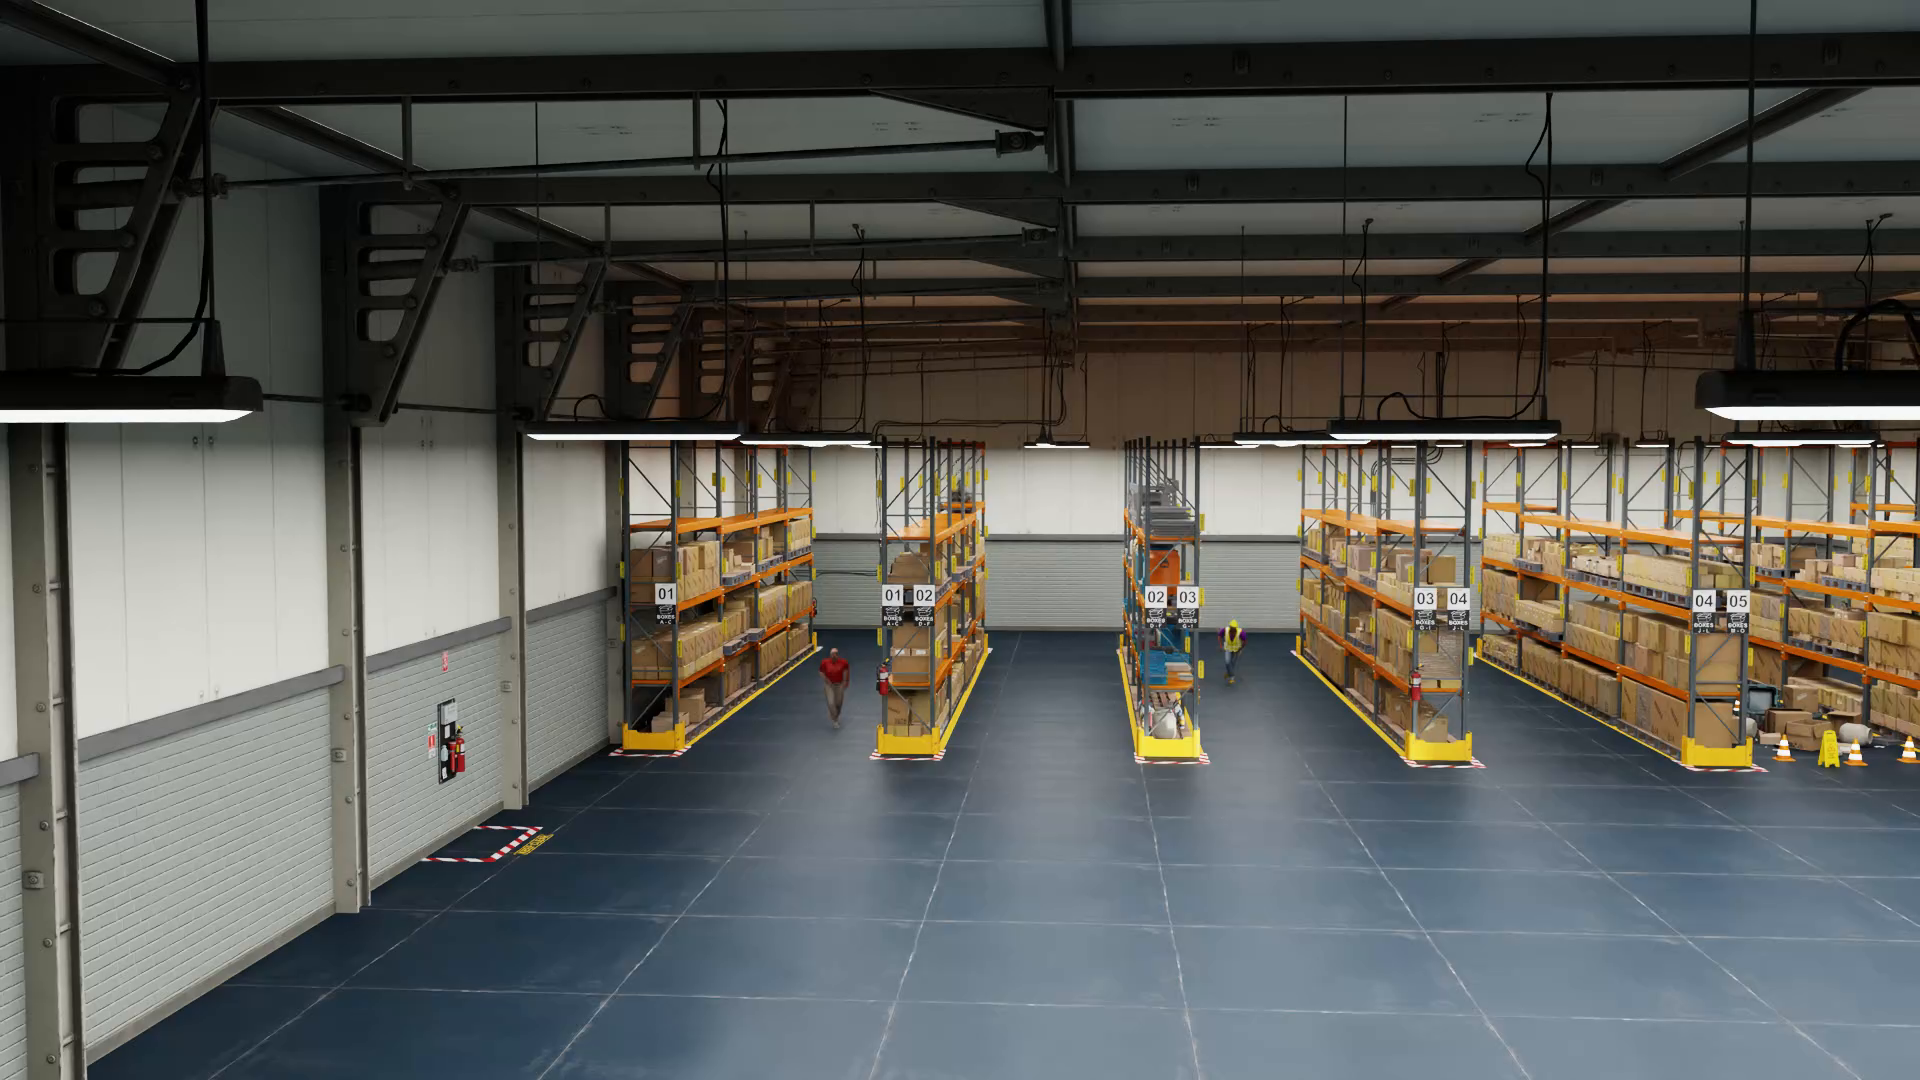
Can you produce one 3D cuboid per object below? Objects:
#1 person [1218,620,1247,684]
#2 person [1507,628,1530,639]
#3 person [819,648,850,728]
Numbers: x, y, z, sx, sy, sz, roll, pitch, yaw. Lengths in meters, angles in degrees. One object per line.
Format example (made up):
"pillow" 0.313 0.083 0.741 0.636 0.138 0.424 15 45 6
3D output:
"person" 6.744 2.743 41.190 0.709 1.608 1.109 0 3 6
"person" 15.781 2.334 47.186 0.950 1.685 0.716 2 4 33
"person" -2.603 3.053 34.540 0.650 1.673 0.766 0 3 -1
